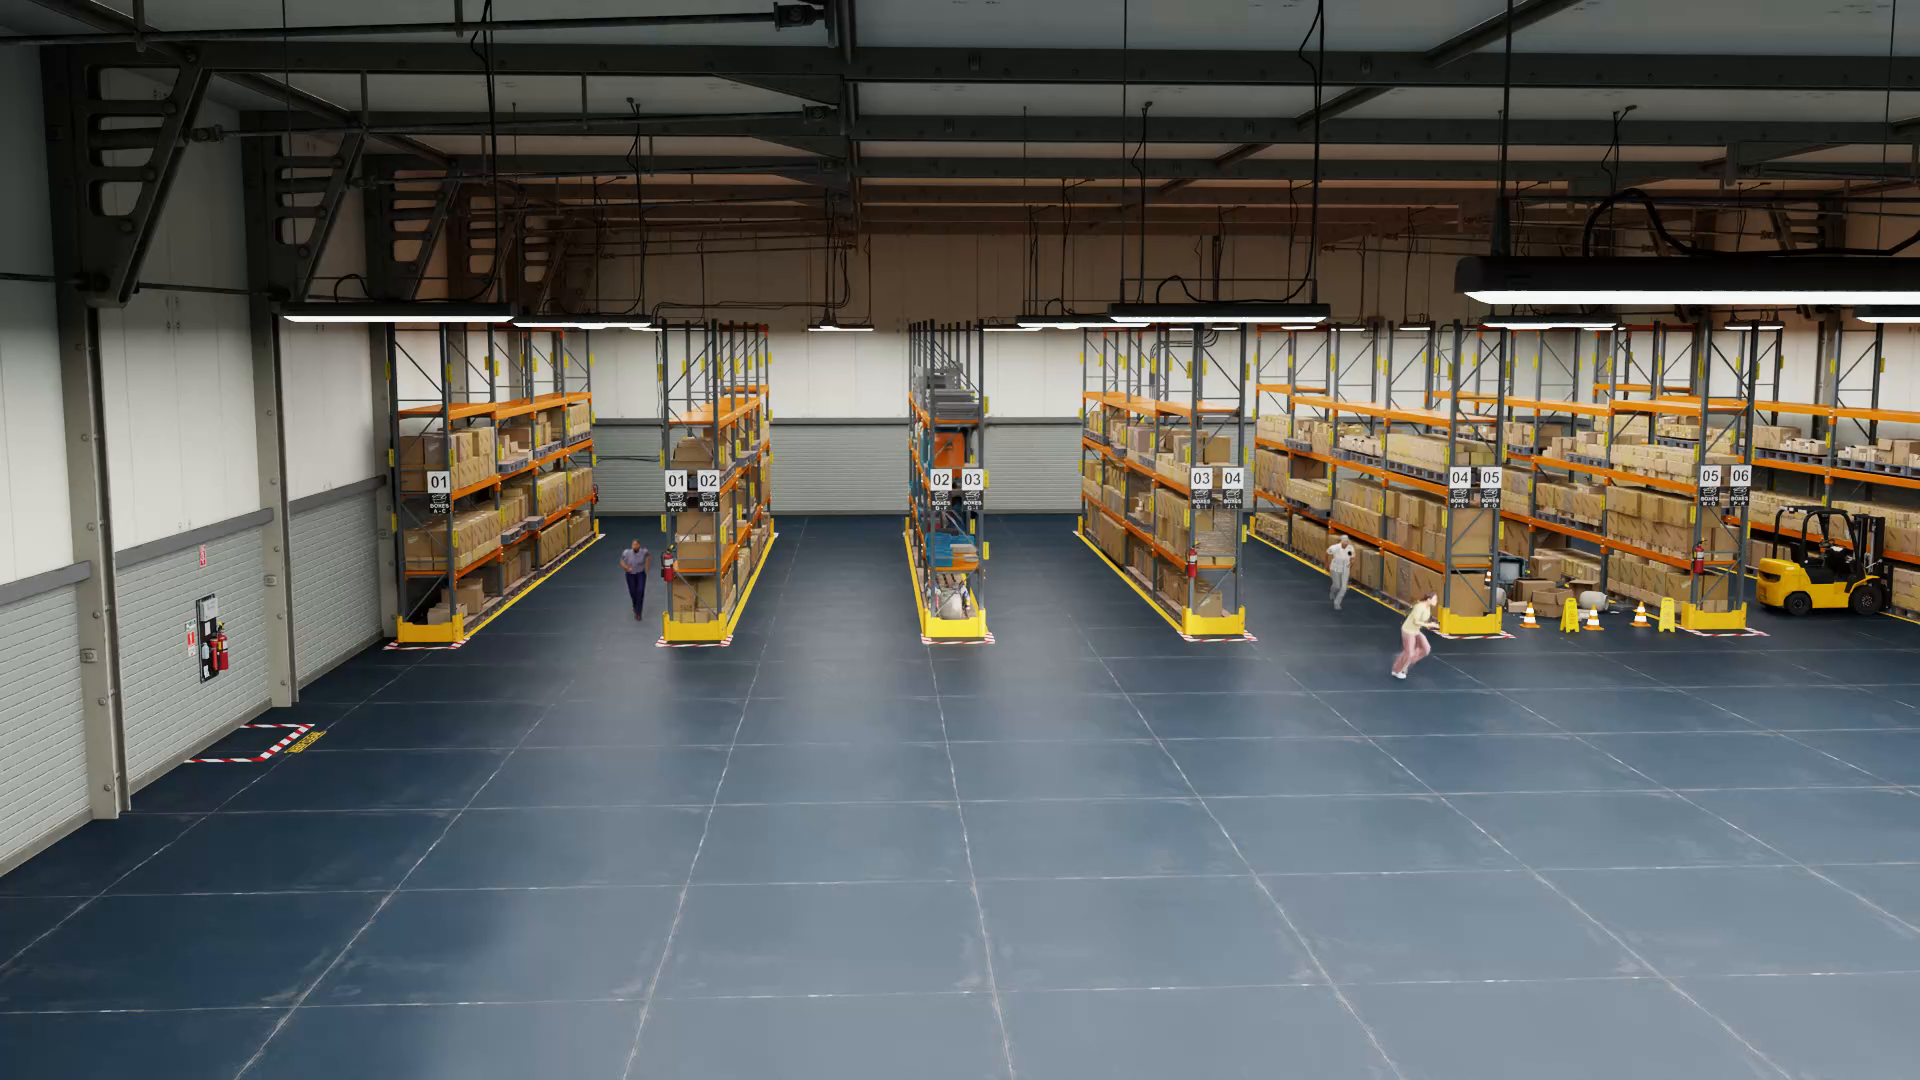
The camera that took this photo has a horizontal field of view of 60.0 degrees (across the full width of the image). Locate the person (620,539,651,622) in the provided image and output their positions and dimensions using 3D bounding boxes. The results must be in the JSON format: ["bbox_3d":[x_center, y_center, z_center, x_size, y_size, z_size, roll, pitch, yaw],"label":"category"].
[{"bbox_3d":[-6.570,0.774,33.703,0.608,1.653,1.048,-1,7,-7],"label":"person"}]

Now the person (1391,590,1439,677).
[{"bbox_3d":[7.619,1.558,27.723,0.833,1.510,0.608,6,9,38],"label":"person"}]

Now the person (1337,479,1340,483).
[{"bbox_3d":[10.697,-0.916,47.080,0.576,1.619,0.790,0,7,0],"label":"person"}]

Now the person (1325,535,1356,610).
[{"bbox_3d":[7.951,0.667,34.754,0.596,1.598,0.693,-1,7,-7],"label":"person"}]
